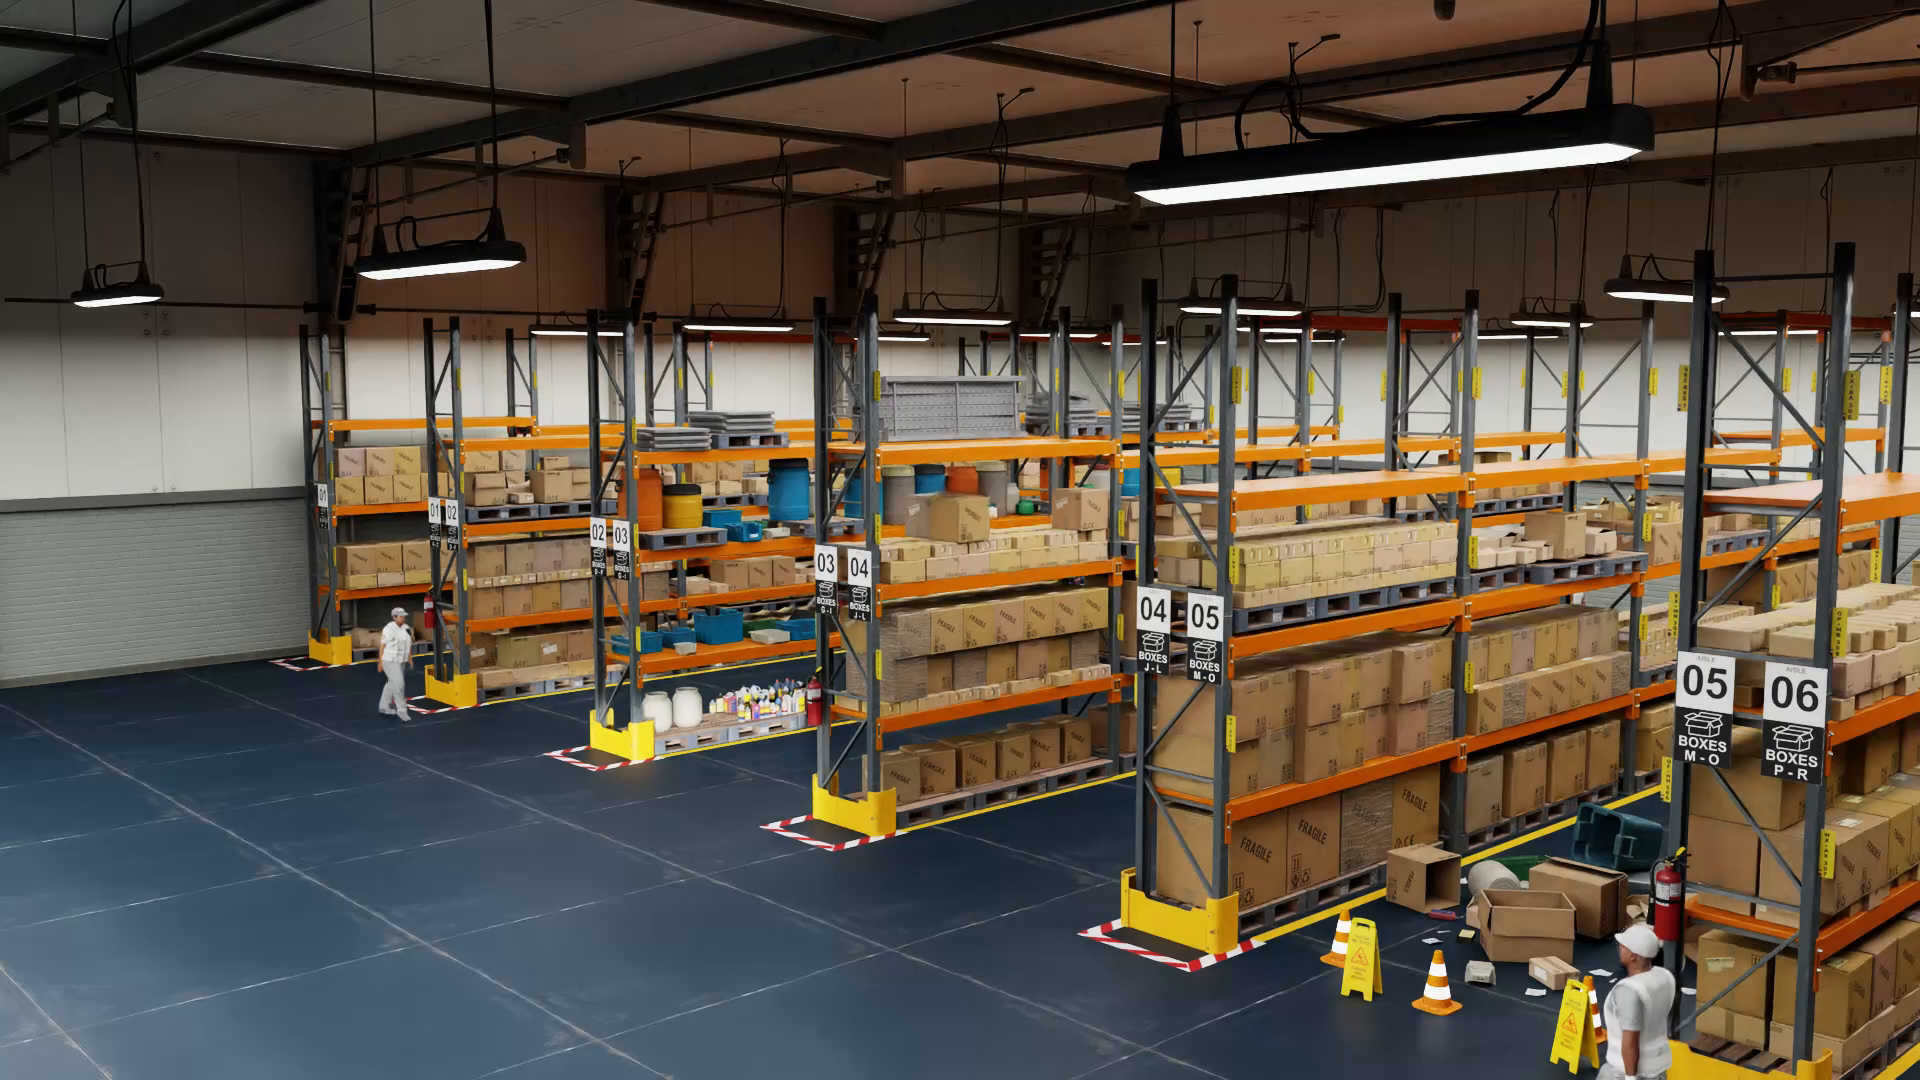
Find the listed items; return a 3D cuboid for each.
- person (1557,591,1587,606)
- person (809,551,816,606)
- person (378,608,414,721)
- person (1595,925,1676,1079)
[{"bbox_3d":[11.436,1.145,31.164,0.528,1.746,0.854,0,6,-4],"label":"person"},{"bbox_3d":[-3.039,0.775,35.254,0.457,1.677,0.514,-1,6,-6],"label":"person"},{"bbox_3d":[-8.451,1.847,24.956,0.709,1.677,0.493,2,6,17],"label":"person"},{"bbox_3d":[4.225,3.255,10.340,0.552,1.745,1.065,-5,8,-40],"label":"person"}]
